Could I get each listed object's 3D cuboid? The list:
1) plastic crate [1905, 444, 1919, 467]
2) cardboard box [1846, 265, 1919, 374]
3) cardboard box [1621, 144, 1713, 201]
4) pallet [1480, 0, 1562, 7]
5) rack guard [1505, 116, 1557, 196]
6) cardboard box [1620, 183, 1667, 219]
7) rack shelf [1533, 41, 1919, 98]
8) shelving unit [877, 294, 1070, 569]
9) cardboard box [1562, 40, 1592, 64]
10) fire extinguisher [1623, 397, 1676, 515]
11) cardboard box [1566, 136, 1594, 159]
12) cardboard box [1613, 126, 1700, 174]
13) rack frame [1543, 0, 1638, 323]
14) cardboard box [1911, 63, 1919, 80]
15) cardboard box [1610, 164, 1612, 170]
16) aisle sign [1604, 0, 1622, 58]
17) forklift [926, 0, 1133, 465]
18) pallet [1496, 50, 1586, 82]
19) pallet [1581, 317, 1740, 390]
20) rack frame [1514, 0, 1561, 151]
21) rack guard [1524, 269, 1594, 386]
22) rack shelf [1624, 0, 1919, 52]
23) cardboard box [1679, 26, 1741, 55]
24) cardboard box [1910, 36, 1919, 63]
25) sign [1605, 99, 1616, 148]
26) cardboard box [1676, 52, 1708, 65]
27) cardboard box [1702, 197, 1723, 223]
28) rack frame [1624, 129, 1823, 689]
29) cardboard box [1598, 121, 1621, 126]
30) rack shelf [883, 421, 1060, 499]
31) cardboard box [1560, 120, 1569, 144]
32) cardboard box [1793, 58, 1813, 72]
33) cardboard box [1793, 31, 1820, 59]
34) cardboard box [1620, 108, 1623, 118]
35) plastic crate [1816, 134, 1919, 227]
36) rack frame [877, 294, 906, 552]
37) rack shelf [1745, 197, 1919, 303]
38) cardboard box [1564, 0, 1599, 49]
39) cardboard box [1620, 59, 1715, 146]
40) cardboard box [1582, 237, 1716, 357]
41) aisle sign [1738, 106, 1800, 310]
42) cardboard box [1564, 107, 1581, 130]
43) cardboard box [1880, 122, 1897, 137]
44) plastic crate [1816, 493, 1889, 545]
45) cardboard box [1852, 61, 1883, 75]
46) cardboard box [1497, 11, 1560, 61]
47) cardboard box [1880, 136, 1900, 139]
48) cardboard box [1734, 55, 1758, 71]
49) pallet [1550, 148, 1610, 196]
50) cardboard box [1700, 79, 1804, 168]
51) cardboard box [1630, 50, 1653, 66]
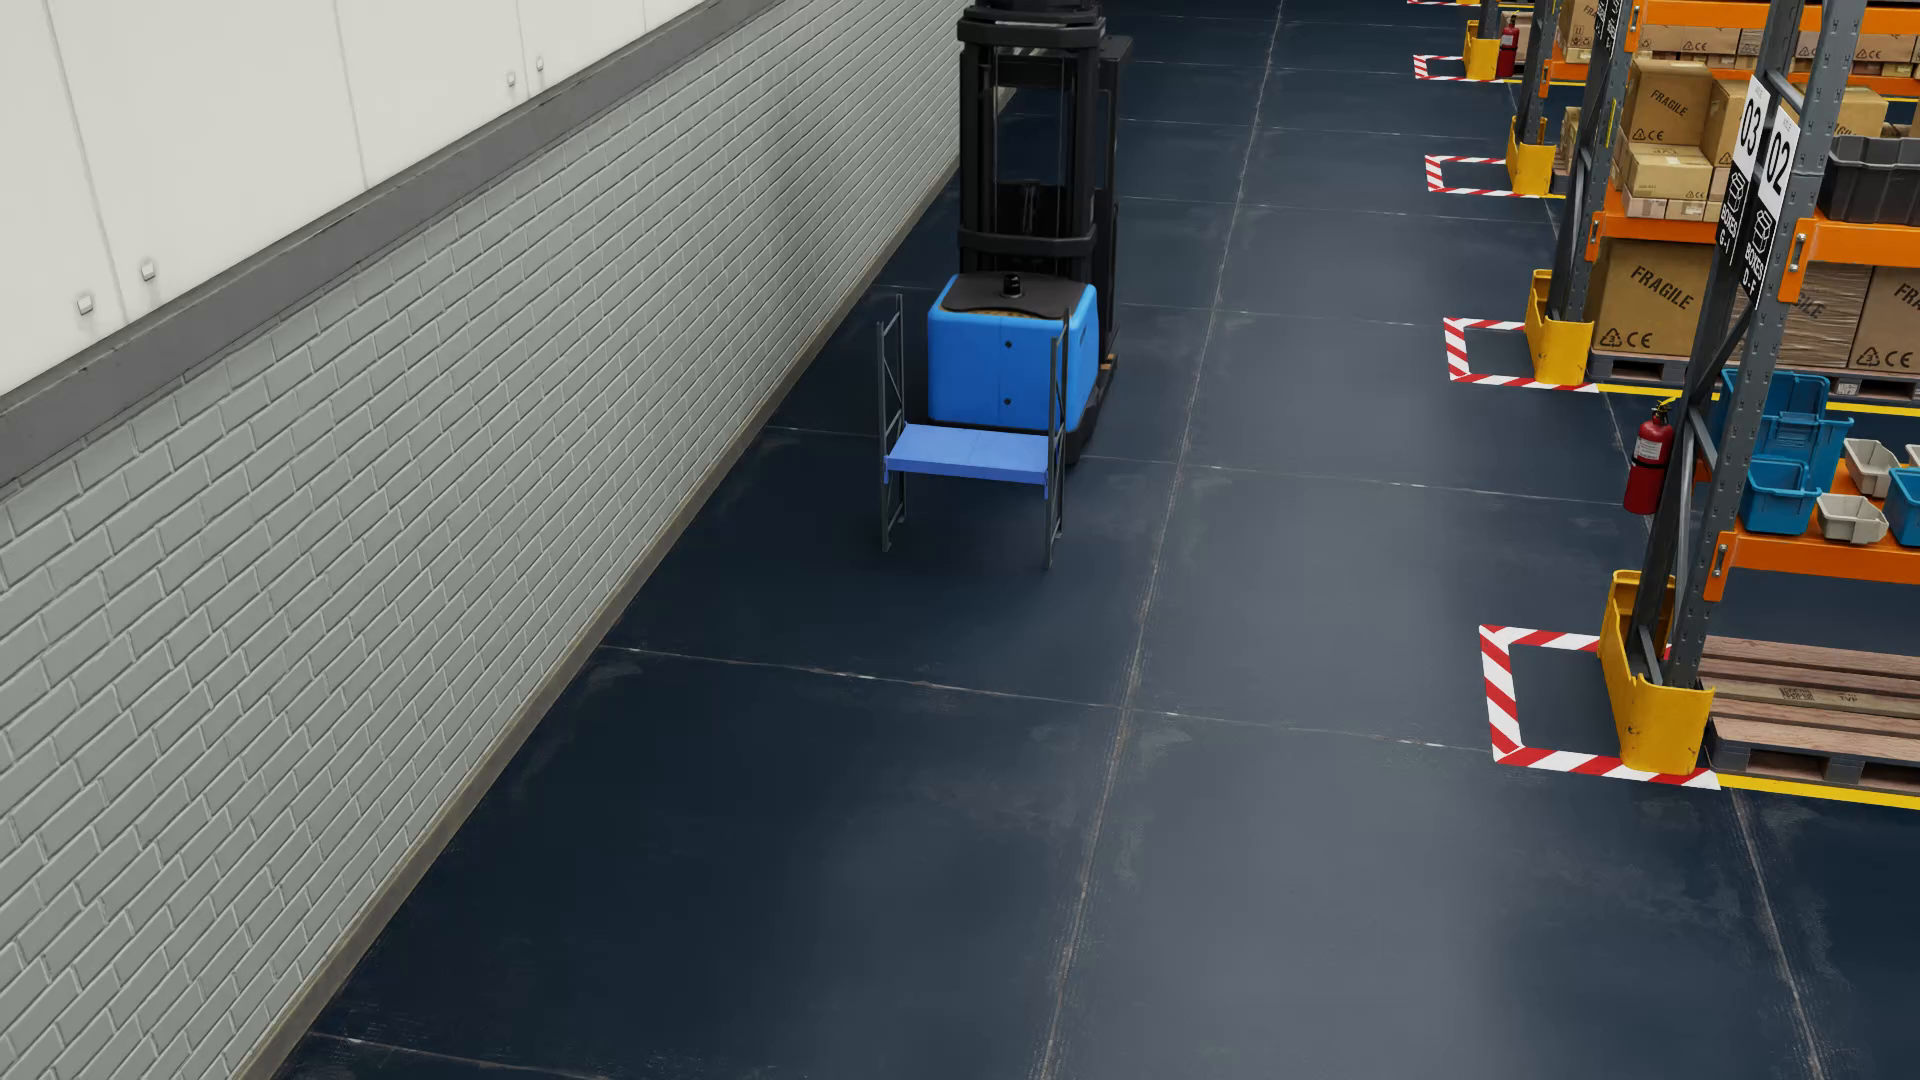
[{"bbox_3d":[4.750,-0.310,8.066,0.243,0.136,0.396,6,29,11],"label":"plastic crate"},{"bbox_3d":[7.072,-1.803,12.357,0.875,0.875,0.875,6,29,11],"label":"cardboard box"},{"bbox_3d":[5.082,-2.647,11.971,0.500,0.250,0.500,5,29,9],"label":"cardboard box"},{"bbox_3d":[8.625,-8.433,25.596,1.213,0.211,1.003,6,29,11],"label":"pallet"},{"bbox_3d":[5.878,-3.973,17.148,0.348,0.500,1.175,6,29,11],"label":"rack guard"},{"bbox_3d":[4.947,-2.457,12.038,0.250,0.149,0.380,6,29,11],"label":"cardboard box"},{"bbox_3d":[7.759,-4.561,16.368,4.000,0.370,1.077,6,29,11],"label":"rack shelf"},{"bbox_3d":[0.083,-0.649,10.036,1.048,1.500,0.538,6,29,11],"label":"shelving unit"},{"bbox_3d":[6.052,-4.780,16.282,0.250,0.149,0.380,6,29,10],"label":"cardboard box"},{"bbox_3d":[3.582,-0.463,8.602,0.183,0.674,0.296,6,29,11],"label":"fire extinguisher"},{"bbox_3d":[6.262,-3.968,16.758,0.250,0.149,0.380,7,29,13],"label":"cardboard box"},{"bbox_3d":[5.198,-2.898,12.429,0.500,0.250,0.500,5,29,10],"label":"cardboard box"},{"bbox_3d":[4.669,-2.758,12.326,0.127,3.000,1.000,6,29,11],"label":"rack frame"},{"bbox_3d":[9.112,-4.459,15.695,0.250,0.149,0.380,5,29,9],"label":"cardboard box"},{"bbox_3d":[6.522,-3.820,16.797,0.250,0.149,0.380,6,29,10],"label":"cardboard box"},{"bbox_3d":[4.536,-3.764,11.457,0.004,0.787,0.394,6,29,11],"label":"aisle sign"},{"bbox_3d":[0.591,-2.480,11.890,1.130,2.935,3.031,6,29,11],"label":"forklift"},{"bbox_3d":[7.537,-6.145,21.417,1.213,0.211,1.003,6,29,11],"label":"pallet"},{"bbox_3d":[5.467,-1.491,12.916,1.213,0.211,1.003,6,29,11],"label":"pallet"},{"bbox_3d":[5.803,-5.077,16.562,0.127,3.000,1.000,6,29,11],"label":"rack frame"},{"bbox_3d":[4.645,-1.664,12.930,0.348,0.500,1.175,6,29,11],"label":"rack guard"},{"bbox_3d":[6.625,-3.557,11.412,4.000,0.370,1.077,6,29,11],"label":"rack shelf"},{"bbox_3d":[7.190,-4.980,15.970,0.500,0.500,0.500,6,29,11],"label":"cardboard box"},{"bbox_3d":[9.183,-4.766,15.580,0.500,0.500,0.500,6,29,11],"label":"cardboard box"},{"bbox_3d":[4.547,-2.912,11.624,0.005,0.325,0.100,6,29,11],"label":"sign"},{"bbox_3d":[7.103,-4.722,16.175,0.250,0.149,0.380,6,29,10],"label":"cardboard box"},{"bbox_3d":[5.449,-2.406,11.945,0.250,0.149,0.380,5,29,9],"label":"cardboard box"},{"bbox_3d":[3.634,-0.432,8.077,0.127,3.000,1.000,6,29,11],"label":"rack frame"},{"bbox_3d":[6.540,-4.088,16.668,0.250,0.149,0.380,6,29,11],"label":"cardboard box"},{"bbox_3d":[0.083,-0.492,10.123,1.000,0.185,0.538,6,29,11],"label":"rack shelf"},{"bbox_3d":[6.379,-4.222,17.222,0.250,0.149,0.380,5,29,9],"label":"cardboard box"},{"bbox_3d":[8.107,-4.615,15.980,0.250,0.149,0.380,5,29,10],"label":"cardboard box"},{"bbox_3d":[8.189,-4.869,15.768,0.500,0.500,0.500,6,29,10],"label":"cardboard box"},{"bbox_3d":[6.888,-4.319,17.089,0.250,0.149,0.380,5,29,9],"label":"cardboard box"},{"bbox_3d":[3.953,-1.521,7.078,0.590,0.269,0.497,6,29,11],"label":"plastic crate"},{"bbox_3d":[-0.414,-0.700,10.129,0.032,1.500,0.500,6,29,11],"label":"rack frame"},{"bbox_3d":[5.590,-1.231,7.163,4.000,0.370,1.077,6,29,11],"label":"rack shelf"},{"bbox_3d":[6.185,-5.076,16.147,0.500,0.500,0.500,7,30,13],"label":"cardboard box"},{"bbox_3d":[5.200,-3.226,12.246,0.500,0.500,0.500,6,29,11],"label":"cardboard box"},{"bbox_3d":[5.311,-1.983,12.686,0.875,0.875,0.875,6,29,11],"label":"cardboard box"},{"bbox_3d":[3.502,-1.440,7.211,0.004,0.787,0.394,6,29,11],"label":"aisle sign"},{"bbox_3d":[6.374,-4.337,17.123,0.250,0.149,0.380,6,29,11],"label":"cardboard box"},{"bbox_3d":[9.165,-4.058,16.612,0.250,0.149,0.380,7,30,13],"label":"cardboard box"},{"bbox_3d":[4.104,-0.092,7.668,0.298,0.136,0.250,6,29,11],"label":"plastic crate"},{"bbox_3d":[8.626,-4.572,15.901,0.250,0.149,0.380,5,29,9],"label":"cardboard box"},{"bbox_3d":[7.405,-6.453,21.306,0.875,0.438,0.875,5,29,9],"label":"cardboard box"},{"bbox_3d":[9.055,-3.791,16.125,0.250,0.149,0.380,6,29,11],"label":"cardboard box"},{"bbox_3d":[7.588,-4.648,16.040,0.250,0.149,0.380,7,29,12],"label":"cardboard box"},{"bbox_3d":[6.665,-3.748,17.038,1.213,0.211,1.003,6,29,11],"label":"pallet"},{"bbox_3d":[5.571,-2.926,11.699,0.500,0.500,0.500,5,29,9],"label":"cardboard box"},{"bbox_3d":[6.561,-4.722,16.175,0.250,0.149,0.380,5,29,9],"label":"cardboard box"}]
